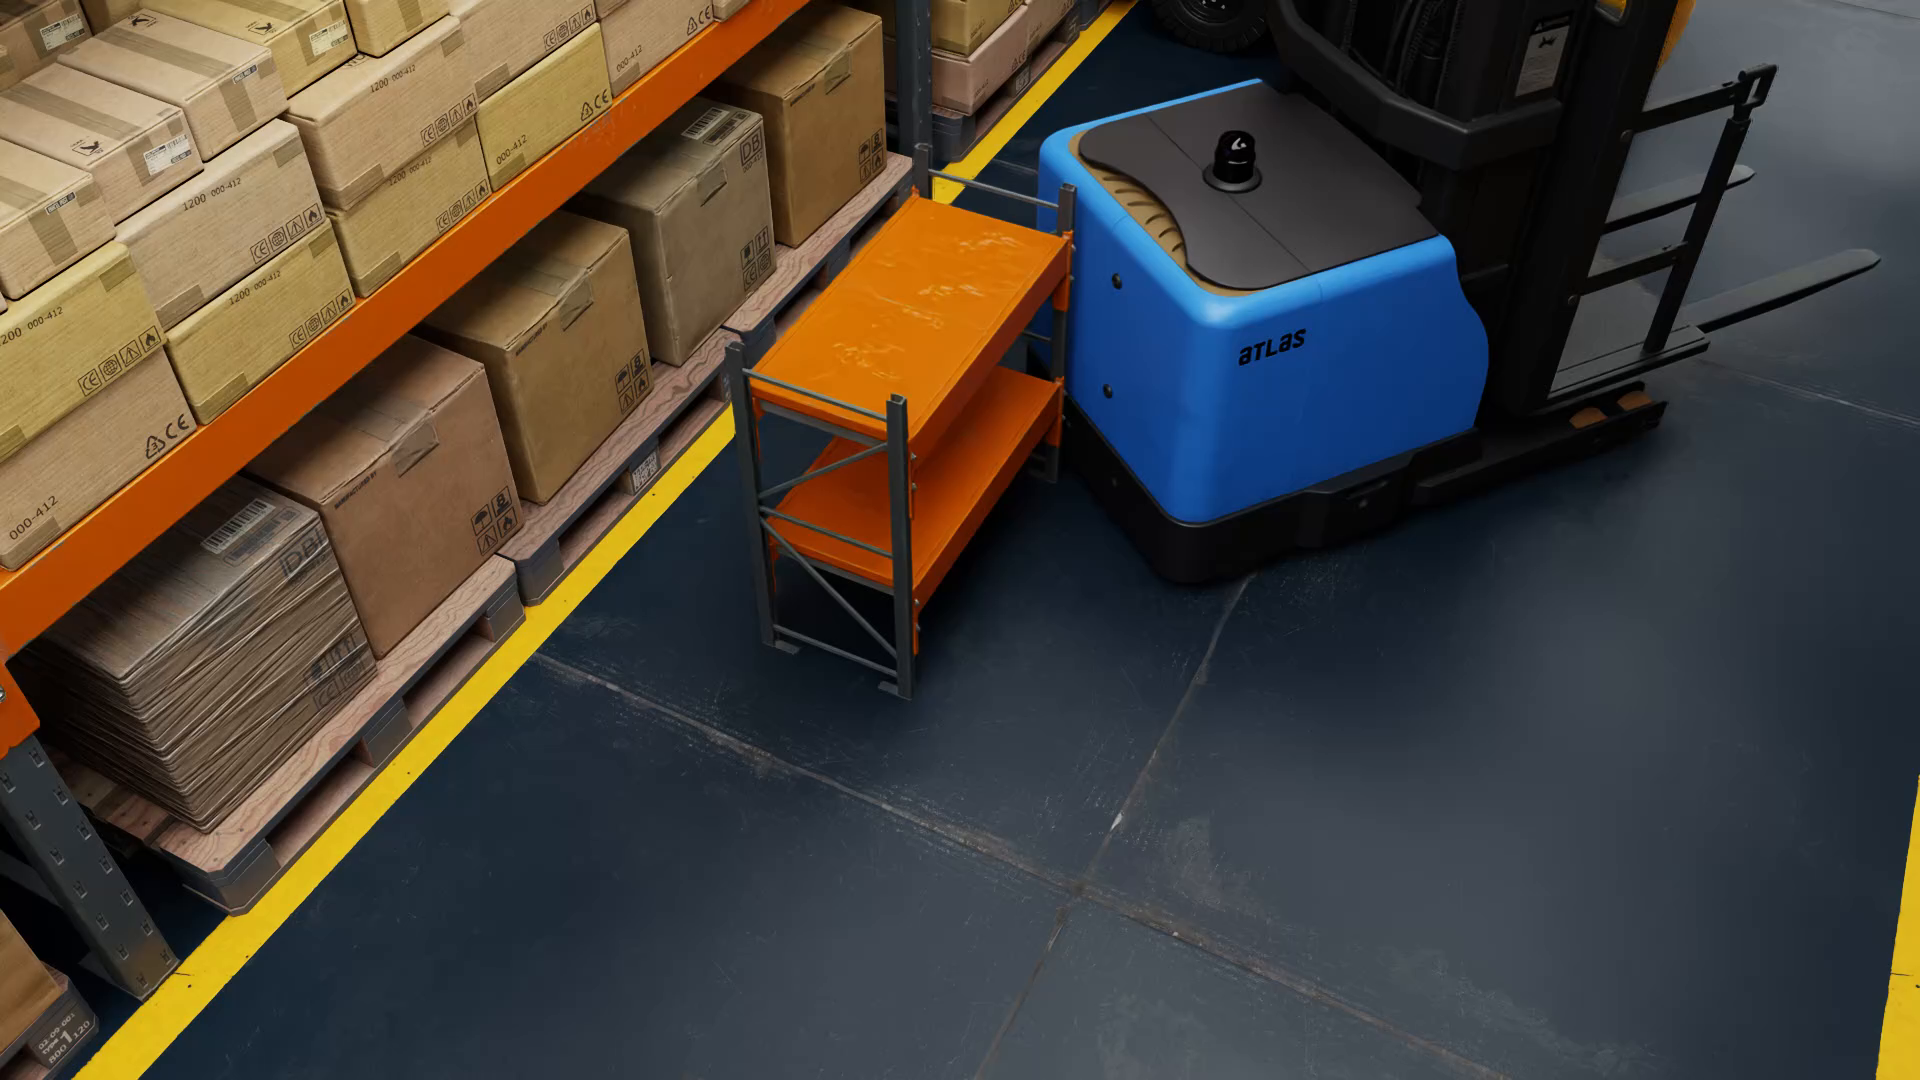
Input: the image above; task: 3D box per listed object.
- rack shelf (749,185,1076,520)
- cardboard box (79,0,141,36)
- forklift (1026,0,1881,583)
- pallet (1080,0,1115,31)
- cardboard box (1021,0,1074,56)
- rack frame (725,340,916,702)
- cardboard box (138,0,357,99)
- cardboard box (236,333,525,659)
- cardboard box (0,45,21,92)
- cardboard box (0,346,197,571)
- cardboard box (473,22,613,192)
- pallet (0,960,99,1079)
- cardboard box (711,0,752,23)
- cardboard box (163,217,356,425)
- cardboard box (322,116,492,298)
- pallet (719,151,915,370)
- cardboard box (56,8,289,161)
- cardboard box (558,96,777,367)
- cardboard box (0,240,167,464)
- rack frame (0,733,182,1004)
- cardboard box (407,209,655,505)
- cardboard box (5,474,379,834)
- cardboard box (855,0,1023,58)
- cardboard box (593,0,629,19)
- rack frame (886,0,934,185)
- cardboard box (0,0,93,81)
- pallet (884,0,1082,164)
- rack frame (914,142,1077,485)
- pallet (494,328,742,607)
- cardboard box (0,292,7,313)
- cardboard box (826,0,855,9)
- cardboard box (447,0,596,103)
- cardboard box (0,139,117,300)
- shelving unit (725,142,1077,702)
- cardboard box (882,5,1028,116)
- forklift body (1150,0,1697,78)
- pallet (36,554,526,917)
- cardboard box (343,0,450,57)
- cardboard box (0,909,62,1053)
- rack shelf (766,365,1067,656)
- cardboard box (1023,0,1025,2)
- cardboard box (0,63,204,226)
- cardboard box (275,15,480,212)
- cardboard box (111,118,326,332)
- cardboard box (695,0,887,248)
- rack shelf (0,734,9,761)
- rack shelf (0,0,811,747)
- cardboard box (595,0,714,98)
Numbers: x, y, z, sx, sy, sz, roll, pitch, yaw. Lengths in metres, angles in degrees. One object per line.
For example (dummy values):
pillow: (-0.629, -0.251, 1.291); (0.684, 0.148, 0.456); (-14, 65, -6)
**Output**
rack shelf: (-0.130, -0.547, 4.588); (0.538, 0.278, 1.000); (20, 49, 18)
cardboard box: (-2.023, -1.308, 3.907); (0.380, 0.149, 0.250); (20, 49, 19)
forklift: (1.778, -1.626, 4.796); (3.031, 2.935, 1.130); (-19, 48, -18)
pallet: (0.394, -2.910, 7.977); (1.003, 0.211, 1.213); (20, 49, 19)
cardboard box: (0.163, -2.333, 7.085); (0.500, 0.250, 0.500); (19, 48, 18)
rack frame: (-0.357, -0.018, 4.477); (0.500, 1.125, 0.032); (20, 49, 18)
cardboard box: (-1.605, -1.154, 3.756); (0.380, 0.149, 0.250); (21, 49, 19)
cardboard box: (-1.836, -0.227, 4.740); (0.875, 0.625, 0.625); (22, 49, 20)
cardboard box: (-2.265, -0.991, 3.594); (0.380, 0.149, 0.250); (20, 49, 19)
cardboard box: (-2.011, -0.258, 3.501); (0.500, 0.250, 0.500); (21, 49, 19)
cardboard box: (-1.298, -1.226, 4.458); (0.500, 0.250, 0.500); (22, 49, 20)
pallet: (-2.814, 1.326, 3.791); (1.003, 0.211, 1.213); (20, 49, 19)
cardboard box: (-0.808, -1.856, 5.081); (0.500, 0.250, 0.500); (20, 49, 19)
cardboard box: (-1.774, -0.573, 3.813); (0.500, 0.250, 0.500); (19, 48, 18)
cardboard box: (-1.541, -0.900, 4.136); (0.500, 0.250, 0.500); (19, 48, 18)
pallet: (-0.885, -1.174, 6.262); (1.003, 0.211, 1.213); (20, 49, 19)
cardboard box: (-1.696, -0.986, 3.589); (0.380, 0.149, 0.250); (21, 49, 19)
cardboard box: (-1.176, -1.126, 5.628); (0.875, 0.625, 0.625); (20, 49, 19)
cardboard box: (-1.989, -0.425, 3.315); (0.500, 0.250, 0.500); (20, 49, 19)
rack frame: (-2.434, -0.112, 3.251); (1.000, 3.000, 0.127); (20, 49, 19)
cardboard box: (-1.524, -0.651, 5.159); (0.875, 0.625, 0.625); (19, 48, 17)
cardboard box: (-2.132, 0.187, 4.330); (0.875, 0.625, 0.625); (22, 49, 20)
cardboard box: (-0.079, -2.191, 6.593); (0.500, 0.250, 0.500); (20, 49, 19)
cardboard box: (-1.053, -1.714, 4.589); (0.500, 0.250, 0.500); (21, 49, 20)
rack frame: (-0.577, -2.632, 5.742); (1.000, 3.000, 0.127); (20, 49, 19)
cardboard box: (-2.213, -1.169, 3.770); (0.380, 0.149, 0.250); (20, 49, 18)
pallet: (-0.171, -2.139, 7.215); (1.003, 0.211, 1.213); (20, 49, 19)
rack frame: (0.098, -0.665, 5.116); (0.500, 1.125, 0.032); (20, 49, 18)
pallet: (-1.450, -0.403, 5.500); (1.003, 0.211, 1.213); (20, 49, 19)
cardboard box: (-2.025, -0.478, 3.087); (0.380, 0.149, 0.250); (22, 49, 20)
cardboard box: (-0.533, -2.363, 6.763); (0.500, 0.250, 0.500); (19, 48, 18)
cardboard box: (-1.304, -1.403, 4.281); (0.500, 0.250, 0.500); (21, 49, 20)
cardboard box: (-1.902, -0.647, 3.254); (0.380, 0.149, 0.250); (21, 49, 20)
shelving unit: (-0.130, -0.341, 4.796); (0.538, 1.125, 1.048); (20, 49, 18)
cardboard box: (-0.059, -2.008, 6.764); (0.500, 0.250, 0.500); (21, 49, 19)
forklift body: (2.015, -3.056, 6.758); (2.313, 2.155, 1.214); (20, 49, 19)
pallet: (-2.017, 0.363, 4.743); (1.003, 0.211, 1.213); (20, 49, 19)
cardboard box: (-1.435, -1.295, 3.894); (0.380, 0.149, 0.250); (21, 49, 20)
cardboard box: (-2.440, 0.957, 3.658); (0.500, 0.500, 0.500); (22, 49, 20)
rack shelf: (-0.130, -0.169, 4.970); (0.538, 0.278, 1.000); (20, 49, 18)
cardboard box: (0.153, -2.509, 6.907); (0.500, 0.250, 0.500); (20, 49, 19)
cardboard box: (-1.806, -0.817, 3.422); (0.380, 0.149, 0.250); (22, 49, 20)
cardboard box: (-1.519, -1.072, 3.955); (0.500, 0.250, 0.500); (19, 48, 18)
cardboard box: (-1.778, -0.749, 3.635); (0.500, 0.250, 0.500); (22, 49, 20)
cardboard box: (-0.809, -1.612, 6.109); (0.875, 0.625, 0.625); (23, 50, 21)
rack shelf: (-3.362, 1.401, 2.262); (1.077, 0.370, 4.000); (20, 49, 19)
rack shelf: (-1.505, -1.119, 4.752); (1.077, 0.370, 4.000); (20, 49, 19)
cardboard box: (-1.065, -1.554, 4.782); (0.500, 0.250, 0.500); (21, 49, 19)
